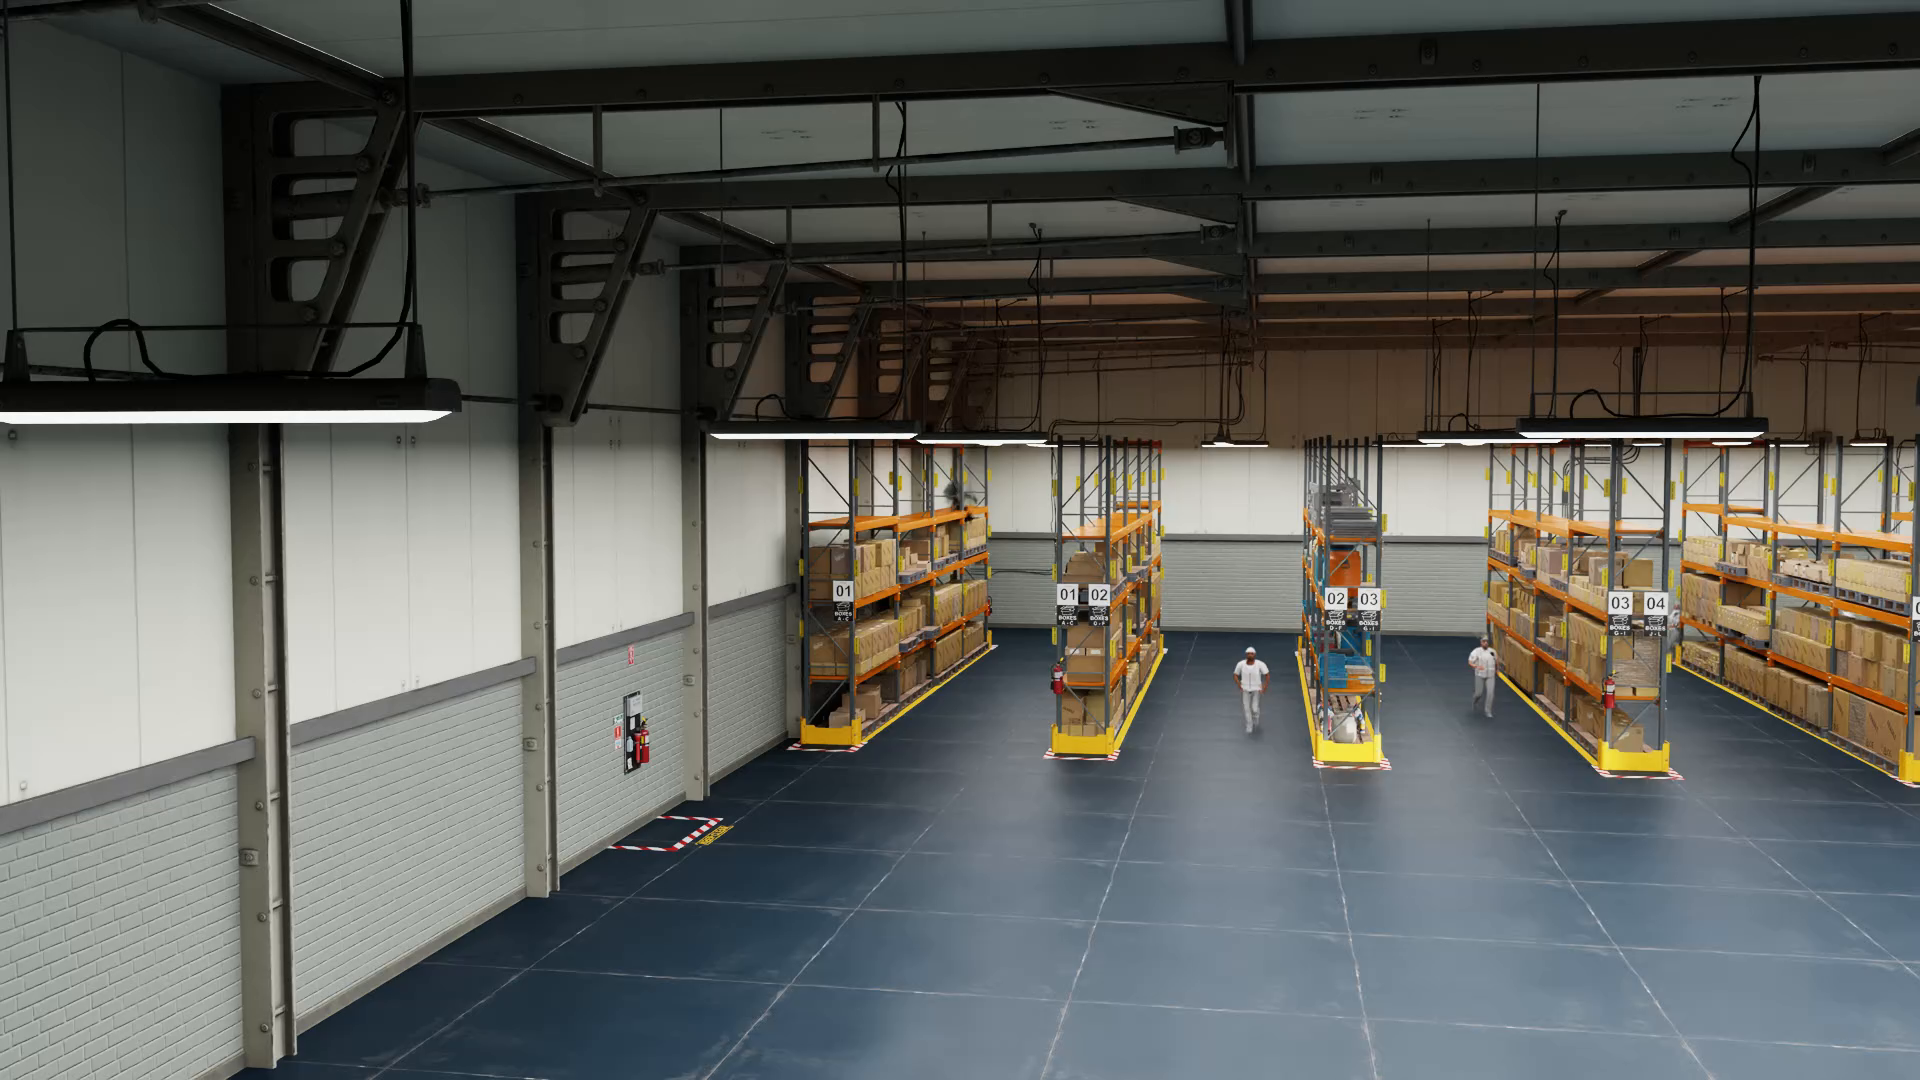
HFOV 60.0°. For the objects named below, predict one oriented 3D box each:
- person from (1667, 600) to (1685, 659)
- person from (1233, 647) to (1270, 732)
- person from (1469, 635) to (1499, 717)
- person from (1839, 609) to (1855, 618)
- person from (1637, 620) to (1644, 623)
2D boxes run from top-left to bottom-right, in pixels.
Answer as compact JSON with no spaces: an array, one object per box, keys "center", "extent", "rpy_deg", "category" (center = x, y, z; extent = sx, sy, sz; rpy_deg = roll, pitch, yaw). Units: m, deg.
[{"center":[19.547,2.454,45.452],"extent":[0.580,1.636,0.614],"rpy_deg":[0,3,-3],"category":"person"},{"center":[5.927,3.036,33.854],"extent":[0.728,1.726,0.614],"rpy_deg":[1,3,14],"category":"person"},{"center":[11.312,2.908,35.856],"extent":[0.674,1.746,0.817],"rpy_deg":[0,3,2],"category":"person"},{"center":[24.111,2.507,45.117],"extent":[0.757,1.614,0.623],"rpy_deg":[1,3,17],"category":"person"},{"center":[17.766,2.513,43.111],"extent":[0.667,1.785,0.778],"rpy_deg":[1,3,20],"category":"person"}]
